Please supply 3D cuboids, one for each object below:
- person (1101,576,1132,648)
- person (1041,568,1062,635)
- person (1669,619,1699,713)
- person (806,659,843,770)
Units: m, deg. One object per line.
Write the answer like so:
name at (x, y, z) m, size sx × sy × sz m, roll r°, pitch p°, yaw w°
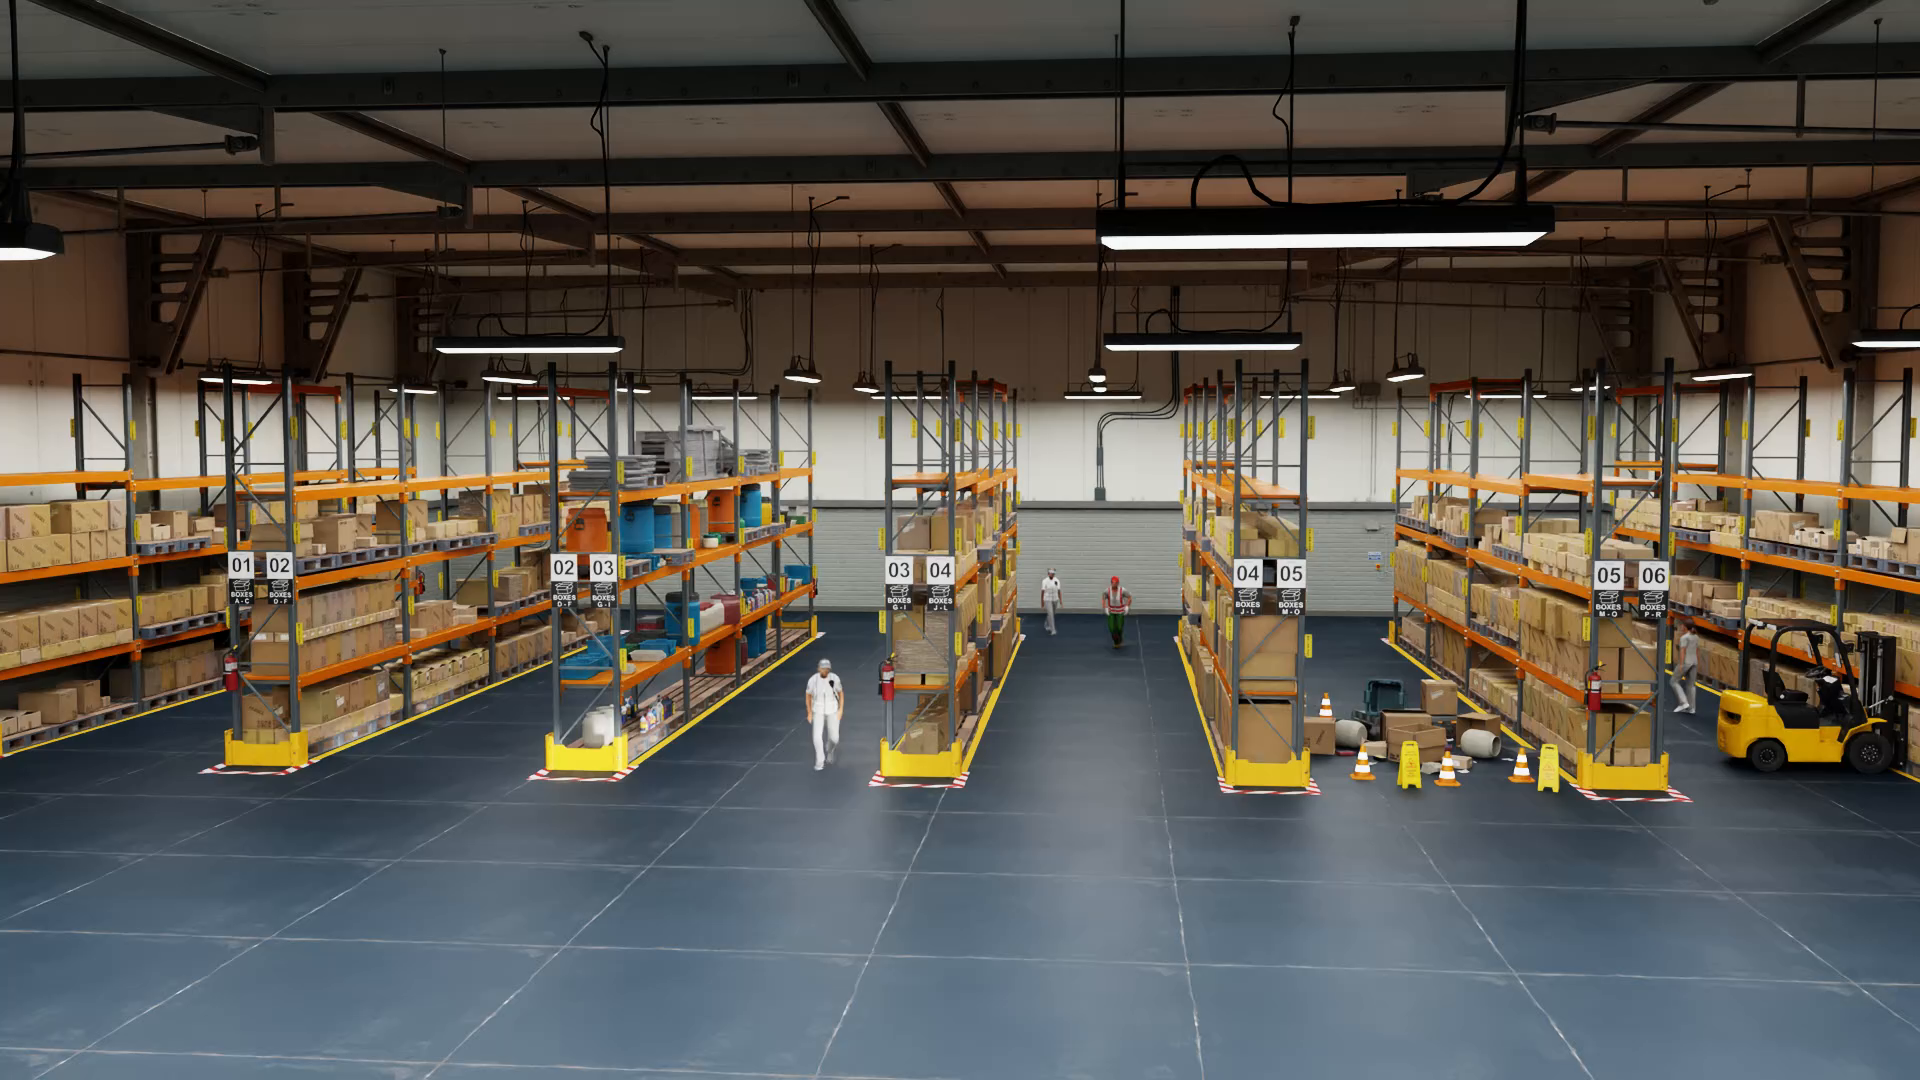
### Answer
person at (3.584, 1.657, 38.156) m, size 0.688 × 1.686 × 0.642 m, roll 1°, pitch 4°, yaw 13°
person at (2.244, 1.482, 40.909) m, size 0.449 × 1.612 × 1.079 m, roll -1°, pitch 4°, yaw -21°
person at (12.893, 2.230, 29.490) m, size 0.477 × 1.675 × 0.405 m, roll -2°, pitch 4°, yaw -23°
person at (-2.012, 2.567, 24.717) m, size 0.560 × 1.648 × 0.573 m, roll 0°, pitch 4°, yaw -3°
